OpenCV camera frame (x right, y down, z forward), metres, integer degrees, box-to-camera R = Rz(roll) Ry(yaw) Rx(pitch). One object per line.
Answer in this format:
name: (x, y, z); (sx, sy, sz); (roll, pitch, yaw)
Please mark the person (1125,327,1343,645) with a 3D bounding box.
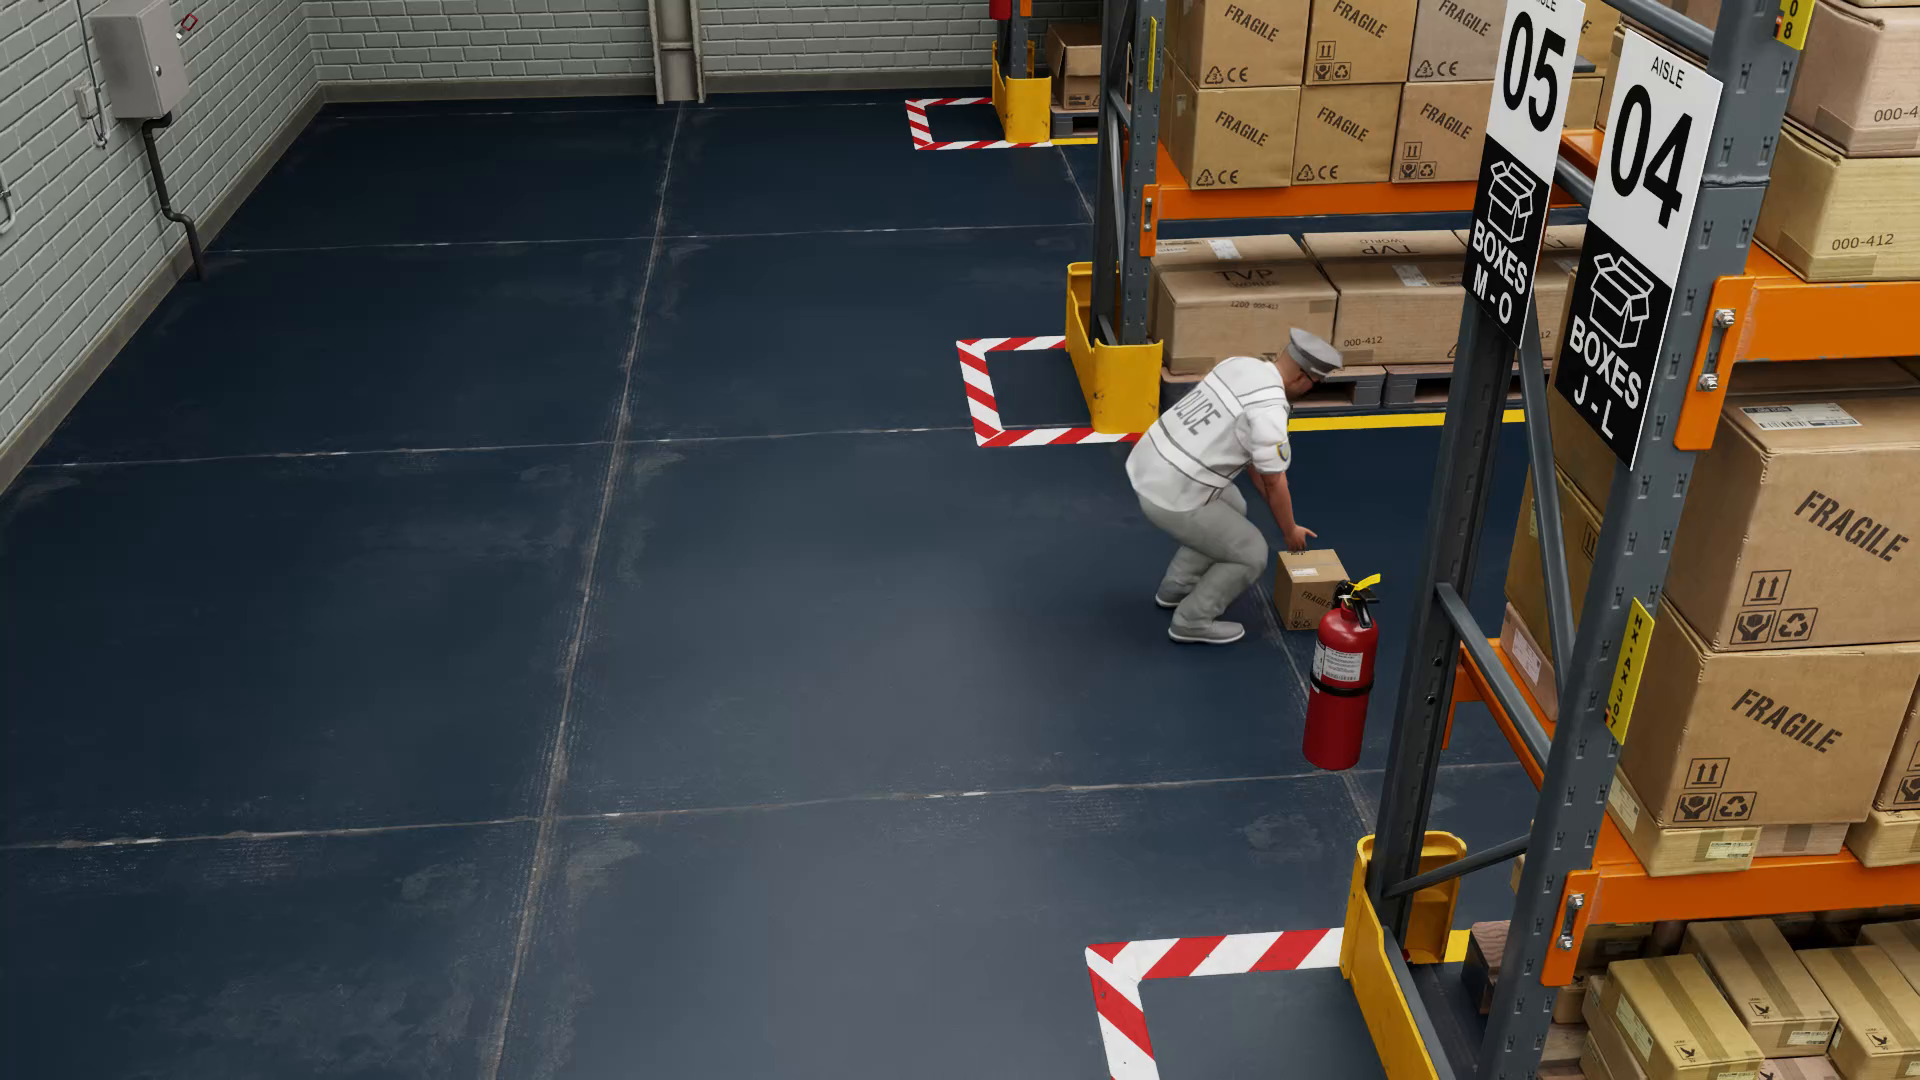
person: (1.117, -0.241, 6.954); (0.855, 1.321, 0.588); (-3, 31, -4)
